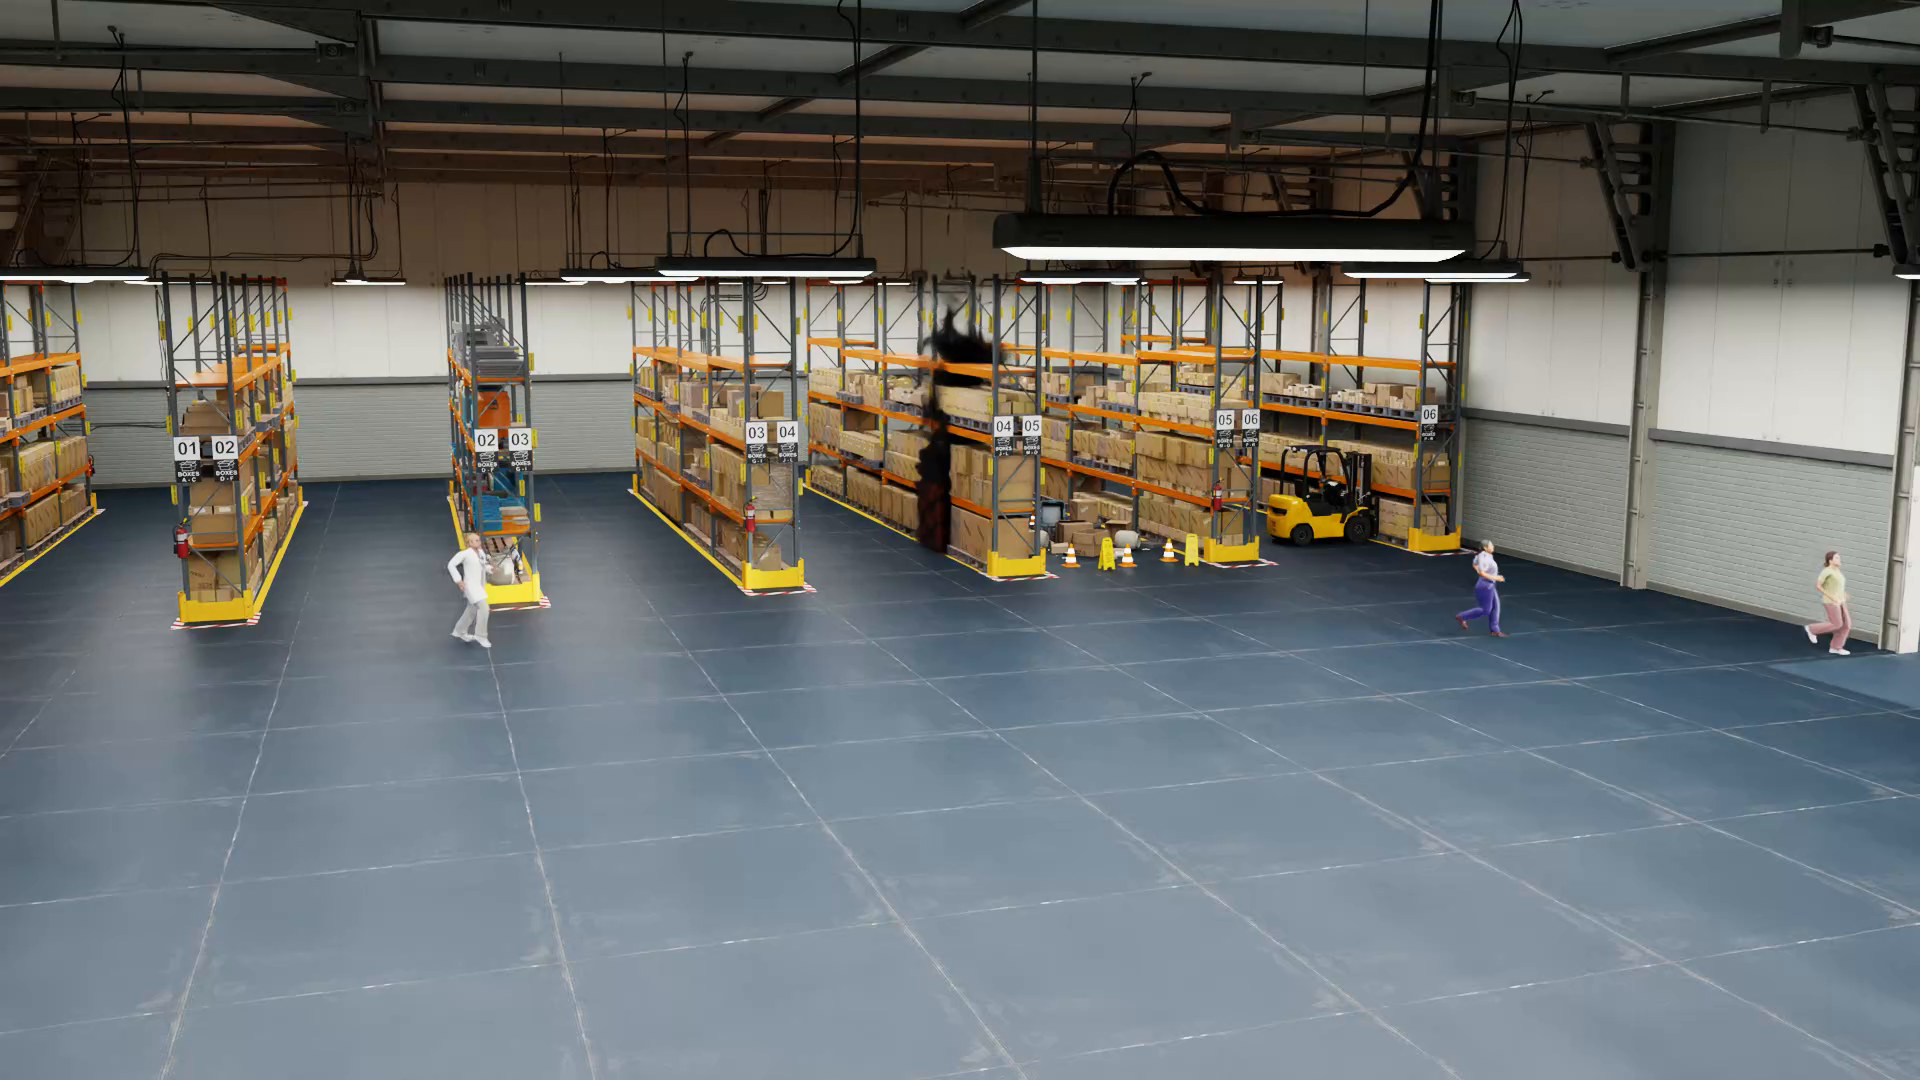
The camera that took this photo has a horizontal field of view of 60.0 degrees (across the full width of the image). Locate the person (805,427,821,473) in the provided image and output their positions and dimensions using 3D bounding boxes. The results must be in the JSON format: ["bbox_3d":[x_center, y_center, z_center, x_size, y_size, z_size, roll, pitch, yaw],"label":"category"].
[{"bbox_3d":[-4.339,-2.620,49.633,0.616,1.718,0.682,-5,10,-29],"label":"person"}]

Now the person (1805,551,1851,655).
[{"bbox_3d":[13.760,0.978,26.237,0.573,1.613,0.677,-6,10,-34],"label":"person"}]

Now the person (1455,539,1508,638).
[{"bbox_3d":[8.648,0.802,27.463,0.849,1.627,0.607,3,9,19],"label":"person"}]

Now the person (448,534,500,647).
[{"bbox_3d":[-7.860,0.818,26.896,0.856,1.849,0.687,2,9,10],"label":"person"}]
